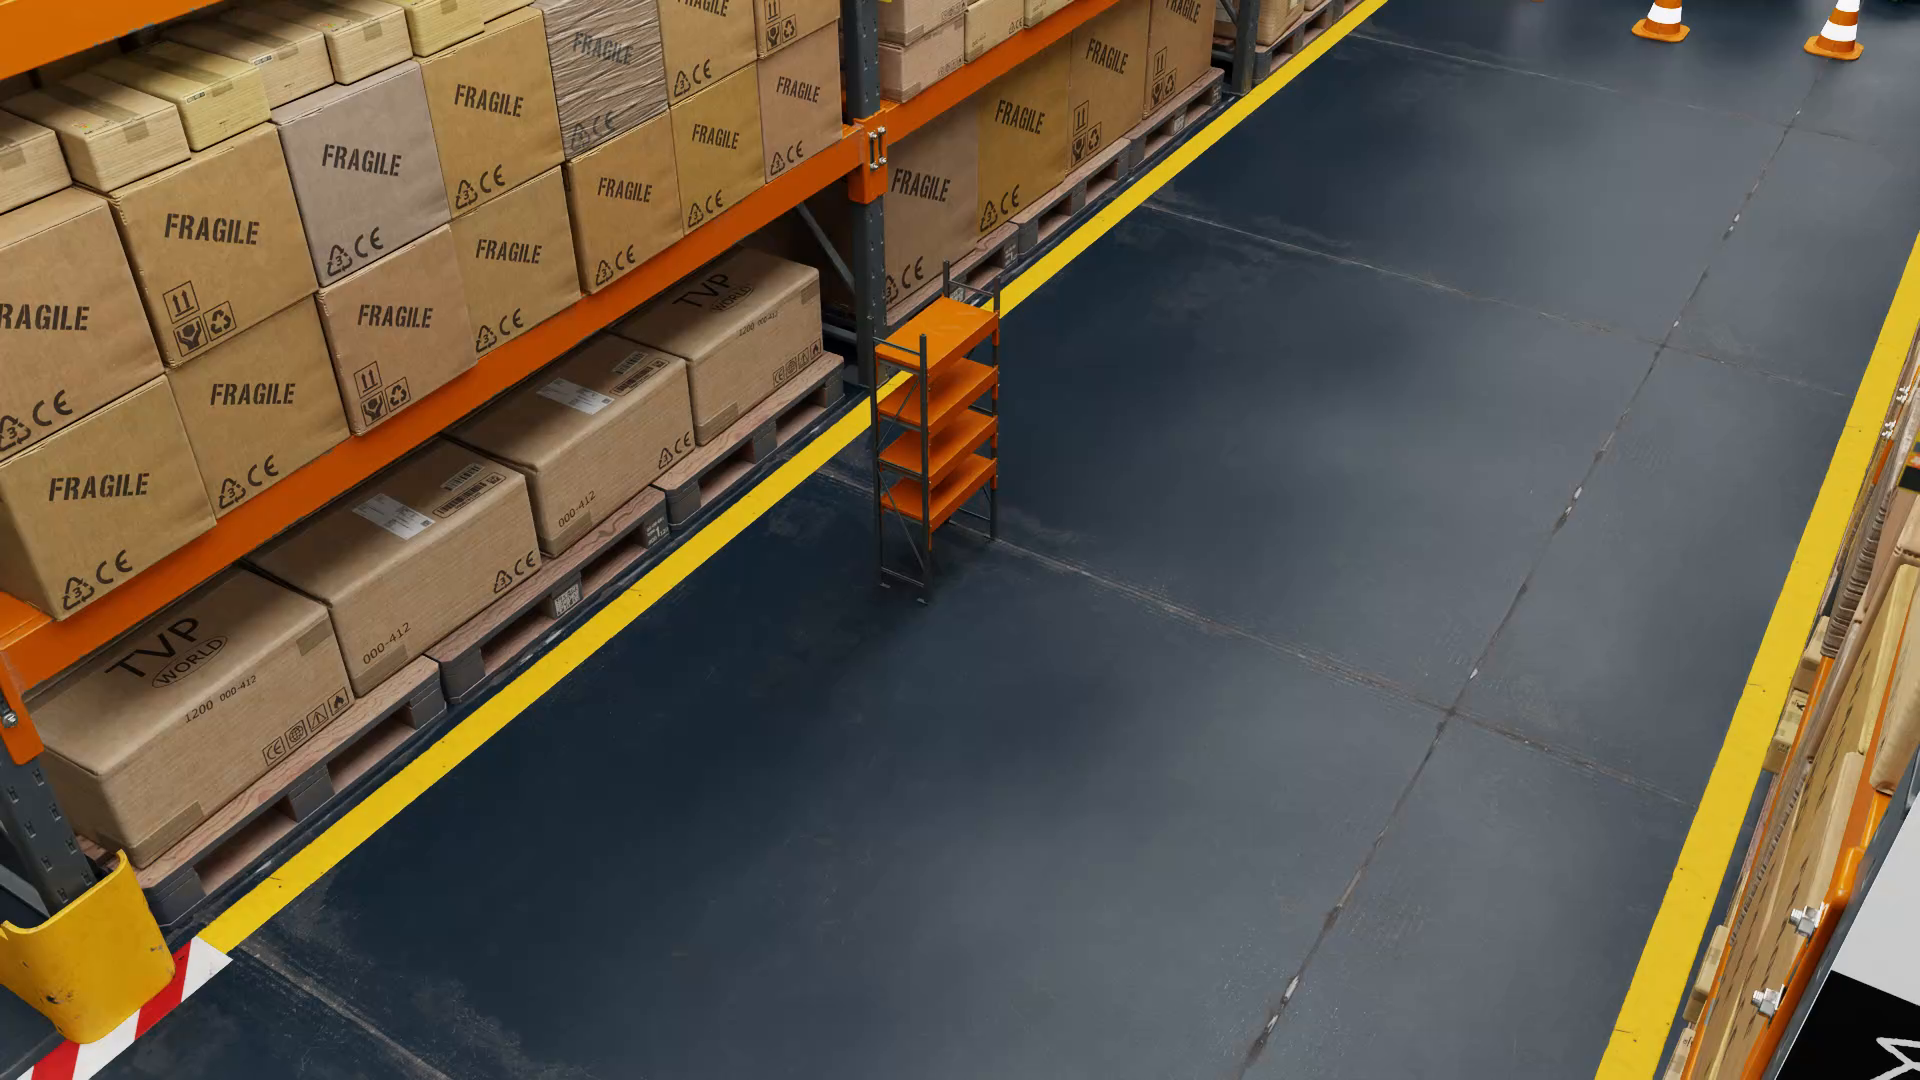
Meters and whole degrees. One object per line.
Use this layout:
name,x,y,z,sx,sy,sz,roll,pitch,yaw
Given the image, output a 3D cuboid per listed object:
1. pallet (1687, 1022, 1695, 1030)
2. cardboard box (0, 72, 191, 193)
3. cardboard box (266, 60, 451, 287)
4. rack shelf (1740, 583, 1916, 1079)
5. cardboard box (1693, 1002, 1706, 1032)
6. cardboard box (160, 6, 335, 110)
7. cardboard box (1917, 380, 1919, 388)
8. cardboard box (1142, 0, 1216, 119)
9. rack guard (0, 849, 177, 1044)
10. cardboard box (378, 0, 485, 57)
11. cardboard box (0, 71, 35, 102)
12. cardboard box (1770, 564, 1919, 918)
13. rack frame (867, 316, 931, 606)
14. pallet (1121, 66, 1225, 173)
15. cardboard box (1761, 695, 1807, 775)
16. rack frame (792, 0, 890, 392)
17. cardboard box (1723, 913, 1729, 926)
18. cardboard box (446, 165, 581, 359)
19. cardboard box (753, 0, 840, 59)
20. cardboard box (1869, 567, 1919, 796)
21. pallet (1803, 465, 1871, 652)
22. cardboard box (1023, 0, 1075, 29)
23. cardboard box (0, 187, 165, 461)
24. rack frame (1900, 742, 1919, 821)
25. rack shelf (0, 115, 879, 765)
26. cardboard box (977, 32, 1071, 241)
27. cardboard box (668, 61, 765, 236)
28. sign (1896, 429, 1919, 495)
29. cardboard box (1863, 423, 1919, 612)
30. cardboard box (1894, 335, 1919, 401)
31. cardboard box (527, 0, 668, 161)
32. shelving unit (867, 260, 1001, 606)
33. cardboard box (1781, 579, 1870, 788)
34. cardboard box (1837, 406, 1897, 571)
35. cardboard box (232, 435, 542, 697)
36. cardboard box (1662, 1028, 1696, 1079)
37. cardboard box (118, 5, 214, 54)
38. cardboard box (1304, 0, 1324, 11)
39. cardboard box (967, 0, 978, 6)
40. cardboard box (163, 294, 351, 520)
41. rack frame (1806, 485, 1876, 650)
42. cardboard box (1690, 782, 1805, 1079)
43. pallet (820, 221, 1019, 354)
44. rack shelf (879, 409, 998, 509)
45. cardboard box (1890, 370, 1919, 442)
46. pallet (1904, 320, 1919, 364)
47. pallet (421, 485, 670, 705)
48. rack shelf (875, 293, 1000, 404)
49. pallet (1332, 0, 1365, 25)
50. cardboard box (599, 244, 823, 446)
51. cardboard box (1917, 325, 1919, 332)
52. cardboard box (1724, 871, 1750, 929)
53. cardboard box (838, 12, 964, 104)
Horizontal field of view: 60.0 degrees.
pallet,2.469,1.603,4.497,1.003,0.211,1.213,21,42,25
cardboard box,-2.185,-1.035,4.204,0.380,0.149,0.250,23,43,26
cardboard box,-1.887,-1.122,4.847,0.500,0.500,0.500,21,42,25
rack shelf,2.380,-0.362,2.895,1.077,0.370,4.000,21,42,25
cardboard box,2.047,1.386,4.243,0.380,0.149,0.250,23,43,27
cardboard box,-1.963,-1.329,4.585,0.380,0.149,0.250,22,43,26
cardboard box,2.974,-0.475,4.583,0.500,0.500,0.500,20,42,24
cardboard box,0.921,-3.115,9.731,0.875,0.875,0.875,21,42,25
rack guard,-2.938,1.007,5.034,1.175,0.500,0.348,21,42,25
cardboard box,-1.635,-1.566,4.892,0.380,0.149,0.250,20,42,24
cardboard box,-2.719,-1.238,4.466,0.380,0.149,0.250,21,42,25
cardboard box,1.615,0.440,2.578,0.500,0.500,0.500,20,42,24
rack frame,-0.219,-0.264,6.110,0.240,1.200,0.015,21,42,25
pallet,0.875,-2.633,9.993,1.003,0.211,1.213,21,42,25
cardboard box,2.843,0.692,5.386,0.380,0.149,0.250,22,43,26
rack frame,-0.782,-2.057,6.962,1.000,3.000,0.127,21,42,25
cardboard box,2.324,1.237,4.679,0.380,0.149,0.250,20,42,24
cardboard box,-1.636,-0.978,5.480,0.500,0.500,0.500,23,43,27
cardboard box,-0.802,-2.159,6.193,0.500,0.500,0.500,21,42,25
cardboard box,1.329,0.122,1.801,0.500,0.250,0.500,20,42,24
pallet,3.868,0.212,6.302,1.003,0.211,1.213,21,42,25
cardboard box,0.241,-2.665,7.873,0.500,0.250,0.500,21,42,25
cardboard box,-2.427,-0.585,4.151,0.500,0.500,0.500,20,42,24
rack frame,1.309,-0.804,0.422,1.000,3.000,0.127,21,42,25
rack shelf,-1.854,-0.741,5.844,1.077,0.370,4.000,21,42,25
cardboard box,-0.040,-2.196,8.538,0.875,0.875,0.875,22,43,26
cardboard box,-1.086,-1.507,6.166,0.500,0.500,0.500,20,42,24
sign,0.851,-0.159,1.317,0.100,0.325,0.005,21,42,25
cardboard box,2.167,-0.105,3.285,0.500,0.500,0.500,20,42,24
cardboard box,4.189,-0.658,6.850,0.500,0.500,0.500,20,42,24
cardboard box,-1.345,-1.635,5.513,0.500,0.500,0.500,22,43,26
shelving unit,-0.089,-0.390,6.273,0.258,1.200,0.503,21,42,25
cardboard box,2.152,0.317,3.557,0.500,0.500,0.500,23,43,27
cardboard box,3.636,-0.131,6.166,0.500,0.500,0.500,20,42,24
cardboard box,-2.173,0.006,6.040,0.875,0.438,0.875,22,43,26
cardboard box,1.882,1.388,3.997,0.380,0.149,0.250,23,43,27
cardboard box,-2.349,-1.466,4.762,0.380,0.149,0.250,21,42,25
cardboard box,2.061,-3.916,11.181,0.950,0.372,0.625,20,42,24
cardboard box,-0.053,-2.608,7.390,0.500,0.250,0.500,22,43,26
cardboard box,-2.178,-0.458,4.806,0.500,0.500,0.500,21,42,25
rack frame,3.452,-0.490,4.929,1.000,3.000,0.127,21,42,25
cardboard box,1.612,0.835,2.885,0.500,0.500,0.500,20,42,24
pallet,-0.432,-1.375,8.361,1.003,0.211,1.213,21,42,25
rack shelf,-0.089,-0.337,6.314,0.258,0.148,0.480,21,42,25
cardboard box,3.024,-0.352,4.955,0.380,0.149,0.250,23,43,27
pallet,5.175,-1.046,7.933,1.003,0.211,1.213,21,42,25
pallet,-1.908,0.045,6.519,1.003,0.211,1.213,21,42,25
rack shelf,-0.089,-0.701,6.033,0.258,0.148,0.480,21,42,25
pallet,2.435,-4.044,11.823,1.003,0.211,1.213,21,42,25
cardboard box,-1.209,-0.920,7.242,0.875,0.438,0.875,21,42,24
cardboard box,4.734,-1.187,7.536,0.500,0.500,0.500,22,43,26
cardboard box,2.324,1.116,4.593,0.380,0.149,0.250,21,42,25
cardboard box,-0.323,-2.138,7.190,0.500,0.250,0.500,20,42,24
